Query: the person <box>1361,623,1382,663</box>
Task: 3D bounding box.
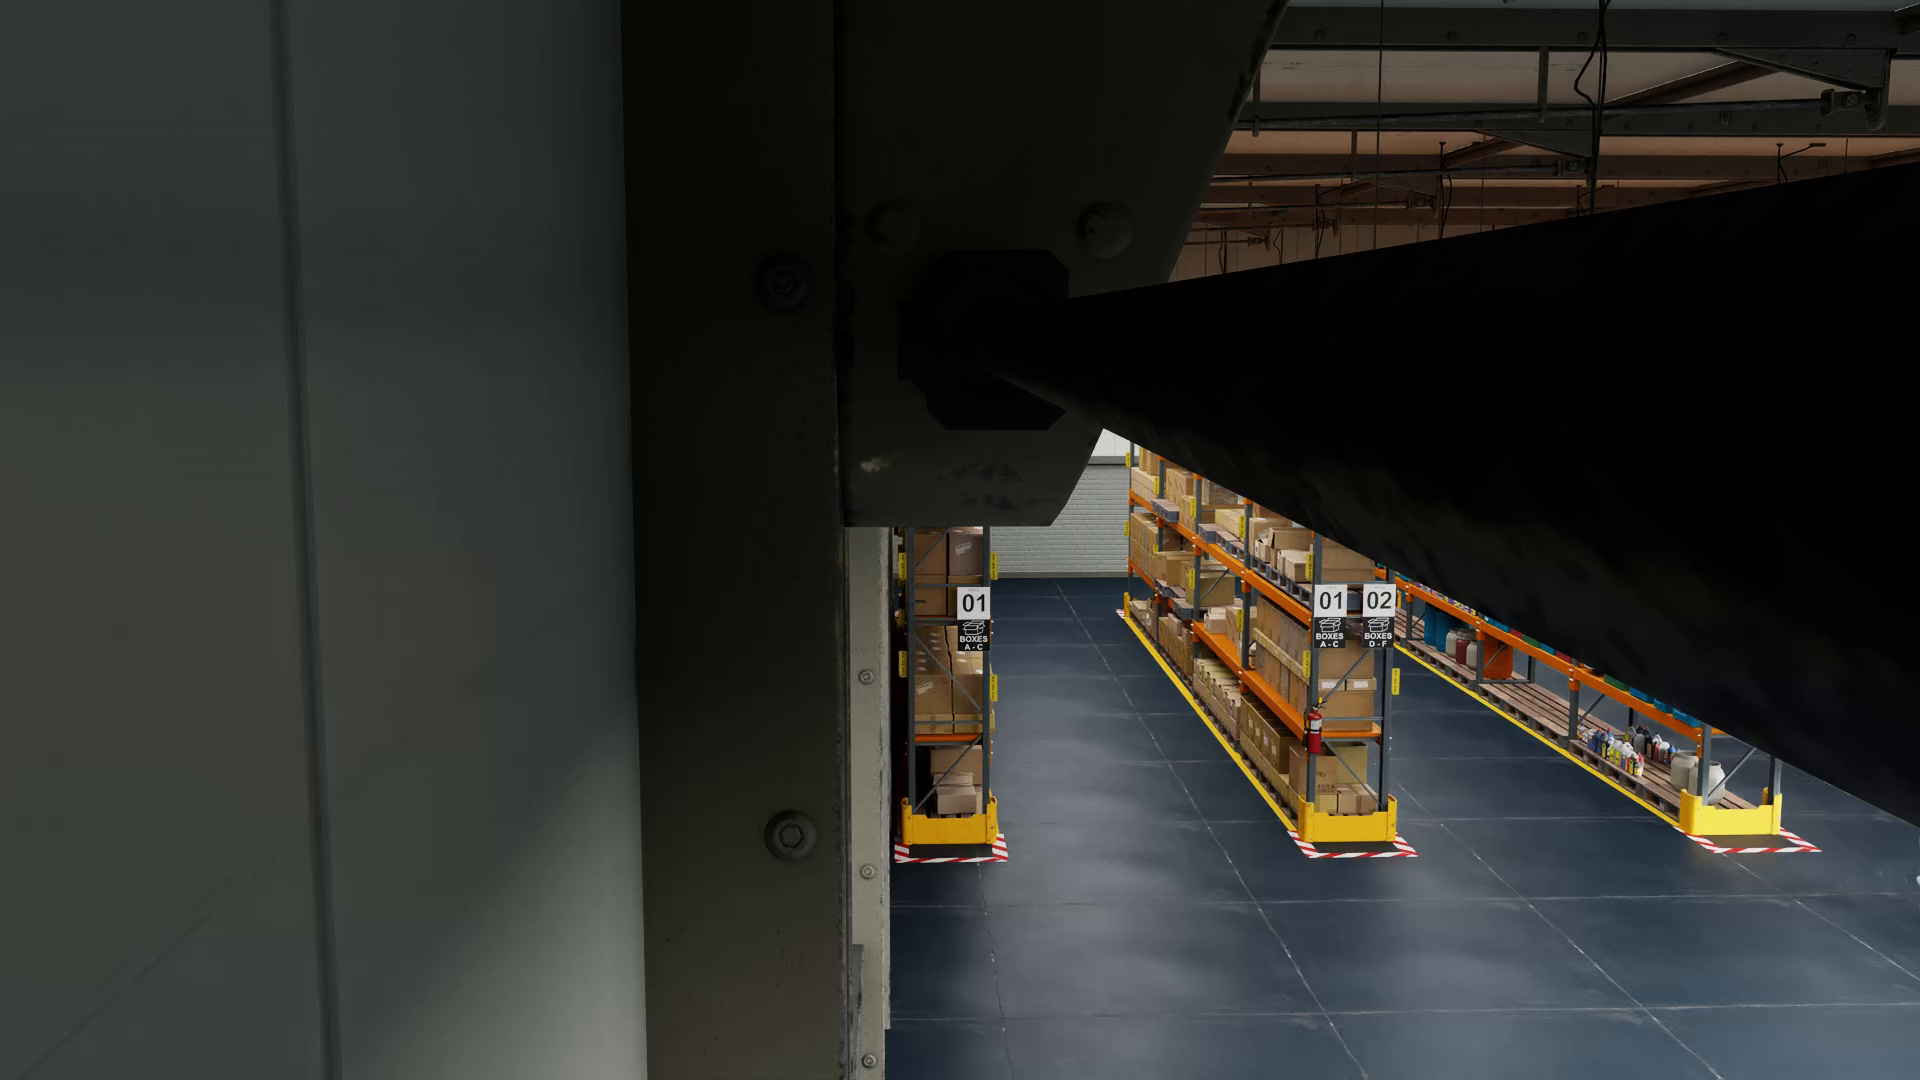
[{"bbox_3d":[7.635,1.619,30.481,0.542,1.593,0.684,0,7,-3],"label":"person"}]
